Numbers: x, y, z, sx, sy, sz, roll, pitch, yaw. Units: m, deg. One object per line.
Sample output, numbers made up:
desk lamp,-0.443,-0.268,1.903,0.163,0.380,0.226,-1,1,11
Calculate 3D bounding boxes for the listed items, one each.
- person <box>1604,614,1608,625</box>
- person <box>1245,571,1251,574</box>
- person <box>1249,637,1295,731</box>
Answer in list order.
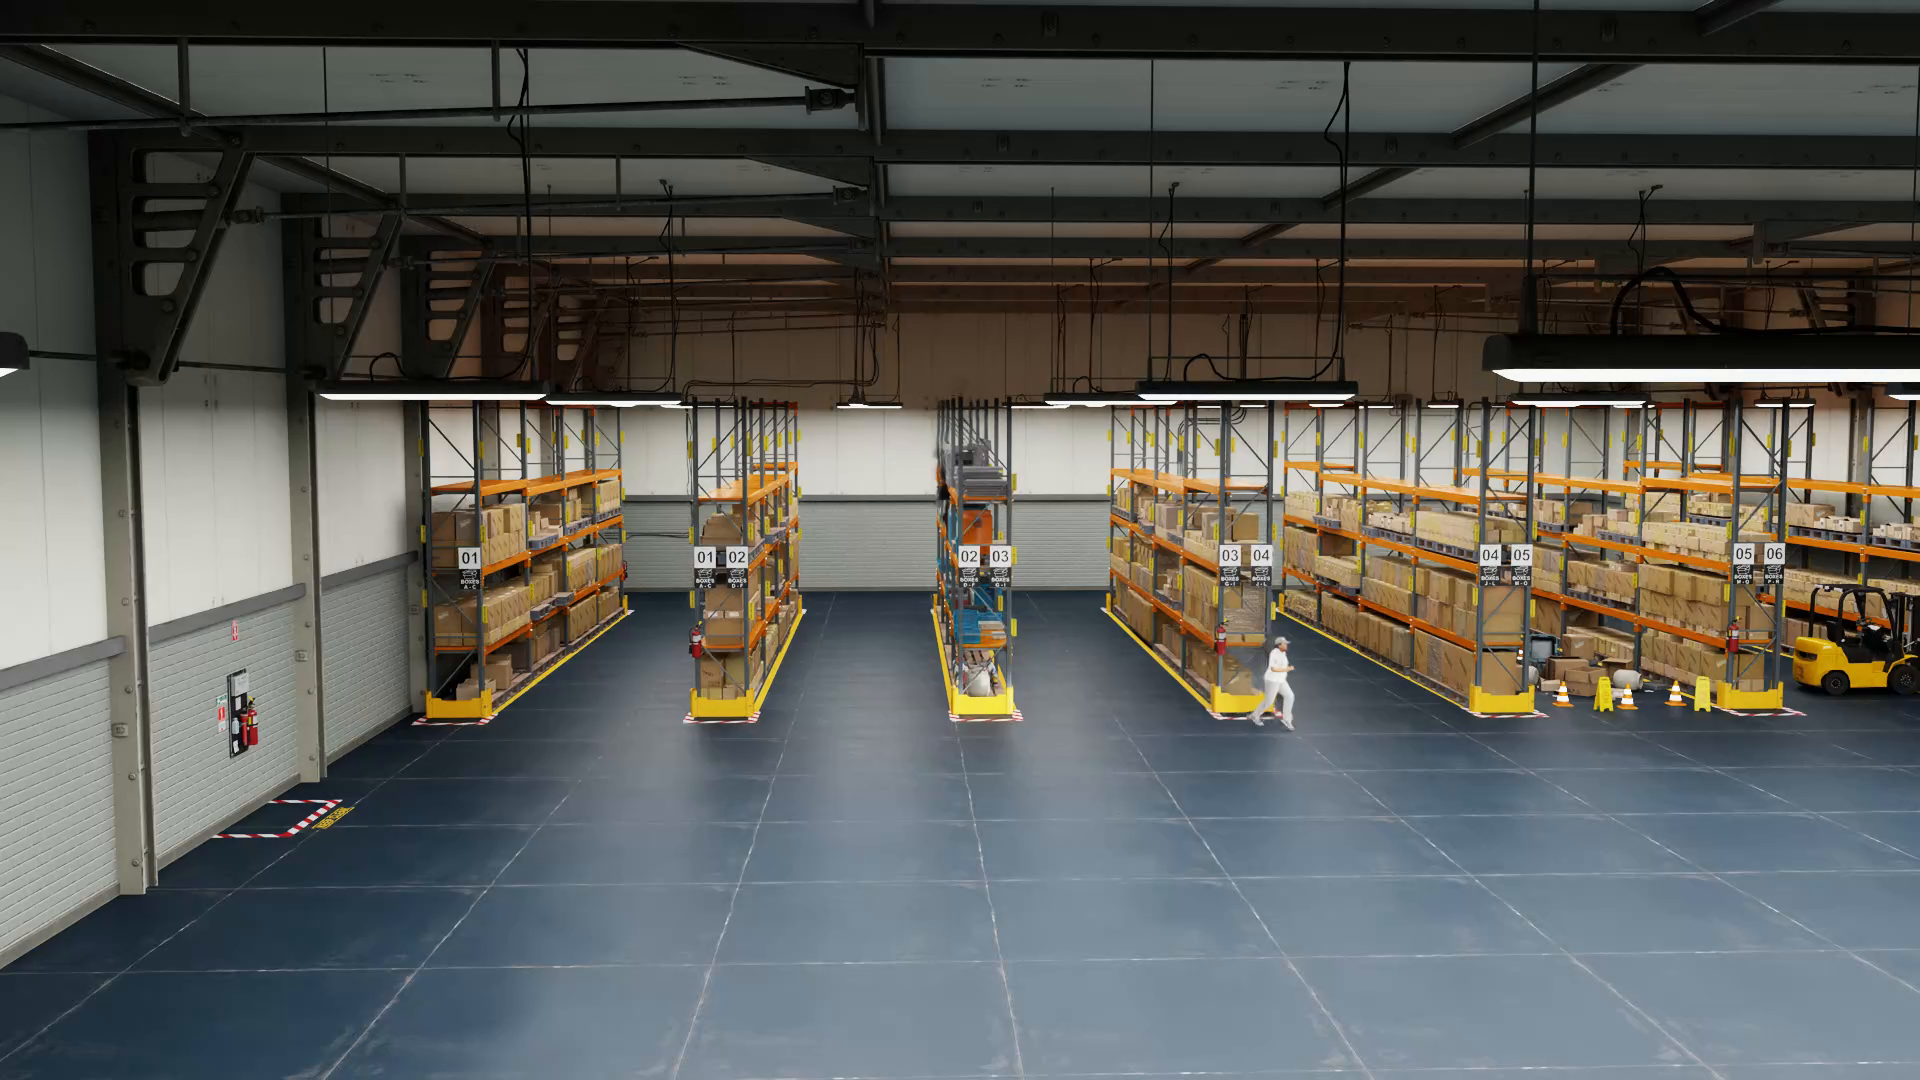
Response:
person,16.978,1.420,44.276,0.720,1.831,0.787,-1,5,-13
person,7.986,1.209,47.344,0.691,1.742,0.913,2,5,28
person,5.644,2.590,30.015,0.848,1.712,0.627,3,5,30
